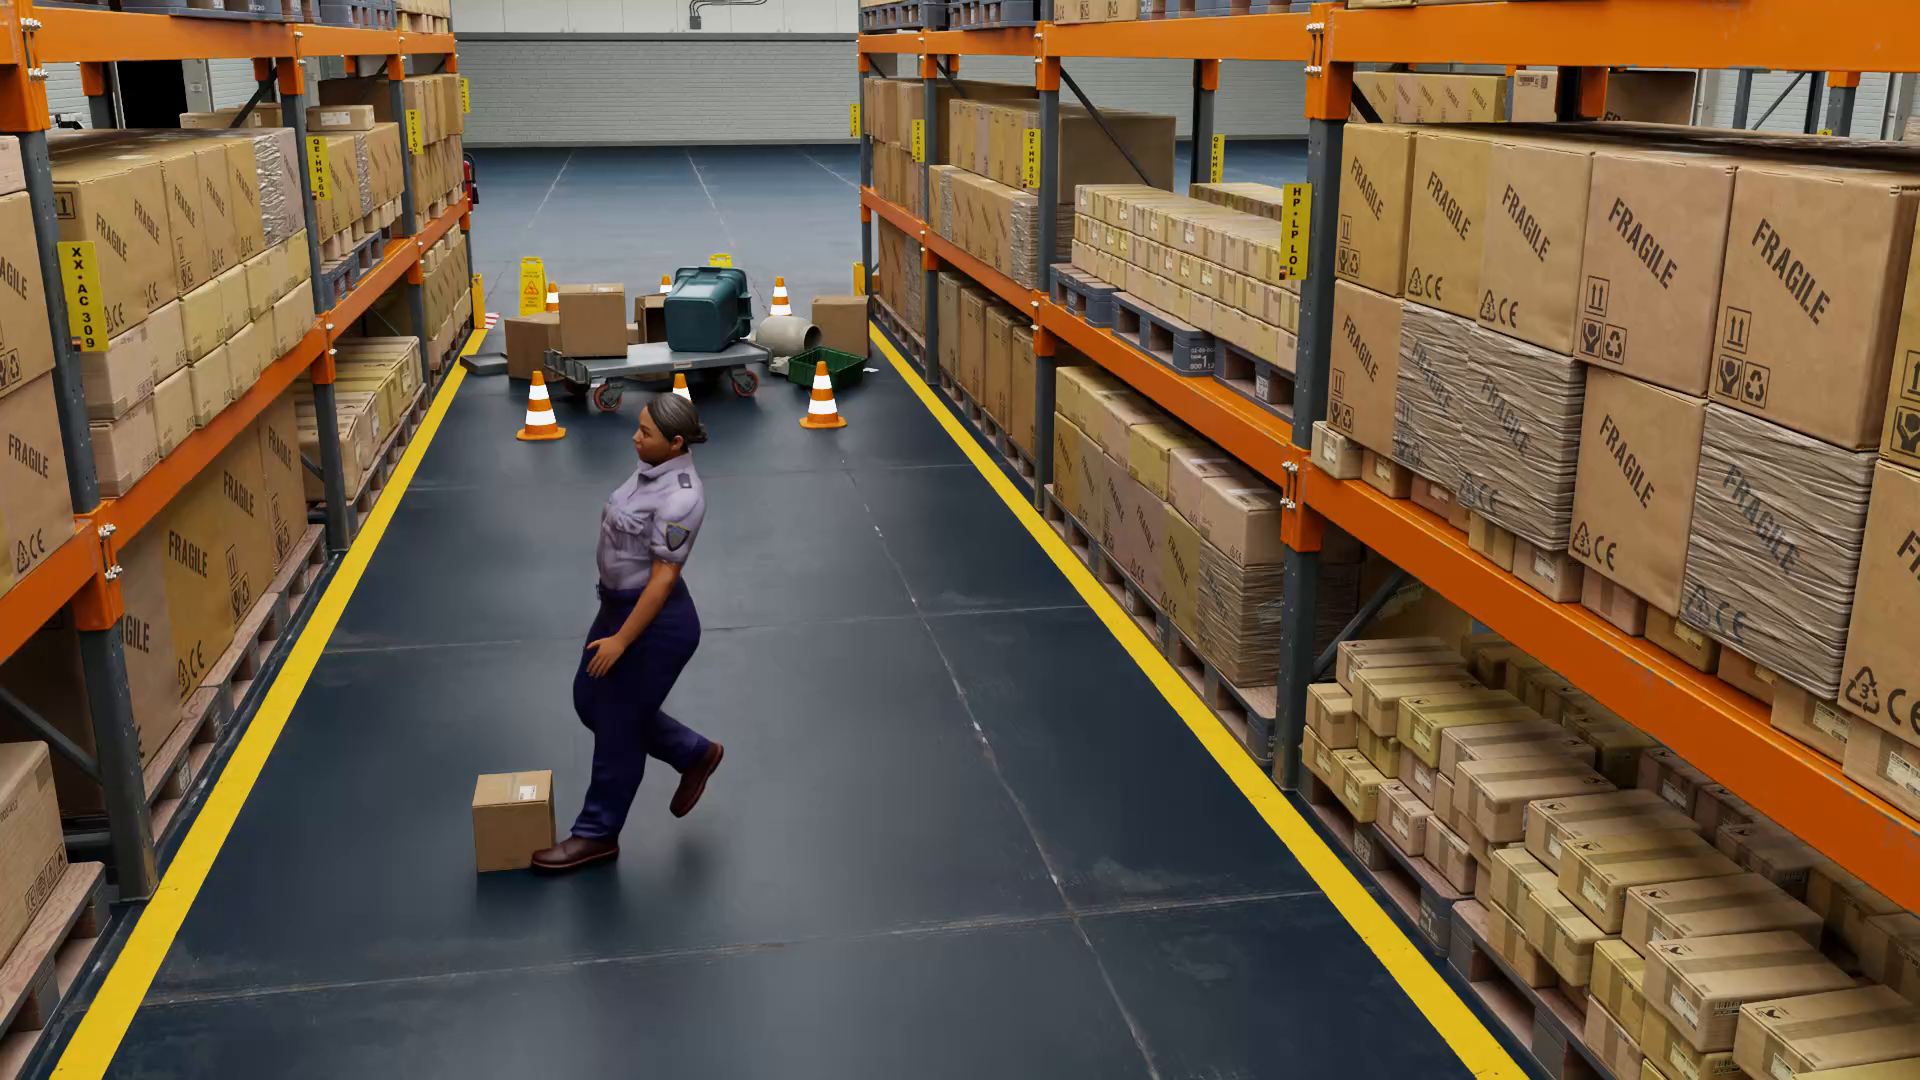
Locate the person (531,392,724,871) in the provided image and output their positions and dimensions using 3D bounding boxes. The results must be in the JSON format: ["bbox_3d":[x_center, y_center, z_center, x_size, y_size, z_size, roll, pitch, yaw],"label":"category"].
[{"bbox_3d":[-1.147,0.301,5.607,0.715,1.586,0.521,-7,18,-21],"label":"person"}]
